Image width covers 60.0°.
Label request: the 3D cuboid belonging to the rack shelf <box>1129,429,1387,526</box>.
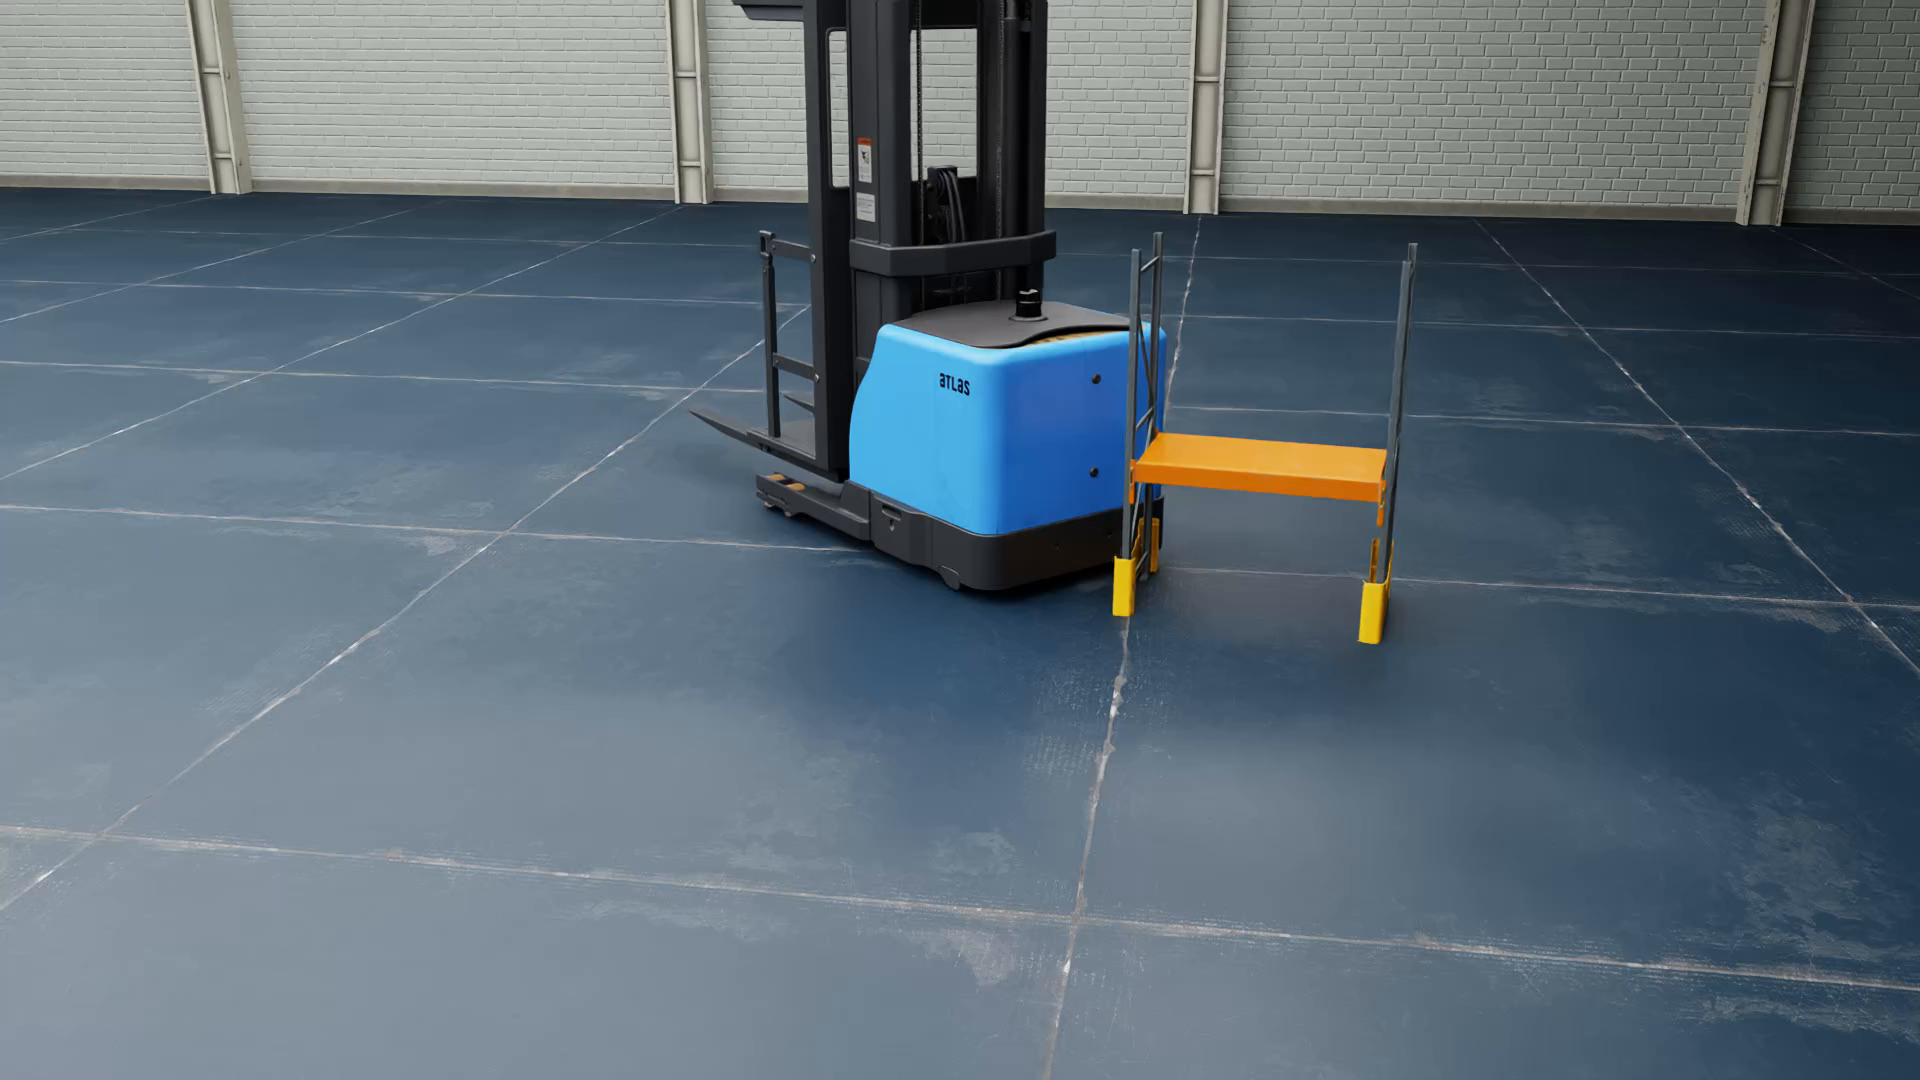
[{"bbox_3d":[1.237,-0.265,6.798,1.000,0.185,0.538,6,19,16],"label":"rack shelf"}]

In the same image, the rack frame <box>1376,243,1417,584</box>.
[{"bbox_3d":[1.723,-0.388,6.599,0.032,1.500,0.500,6,19,16],"label":"rack frame"}]

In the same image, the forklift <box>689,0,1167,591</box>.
[{"bbox_3d":[-0.358,-1.583,7.914,1.130,2.935,3.031,-13,22,-34],"label":"forklift"}]

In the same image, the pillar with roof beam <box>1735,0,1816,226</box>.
[{"bbox_3d":[7.994,-6.359,12.627,0.400,9.000,9.100,3,19,9],"label":"pillar with roof beam"}]

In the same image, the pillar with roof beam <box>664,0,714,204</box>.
[{"bbox_3d":[-3.854,-6.963,14.432,0.400,9.000,9.100,3,19,9],"label":"pillar with roof beam"}]

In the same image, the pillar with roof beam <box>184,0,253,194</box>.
[{"bbox_3d":[-9.778,-7.265,15.334,0.400,9.000,9.100,3,19,9],"label":"pillar with roof beam"}]

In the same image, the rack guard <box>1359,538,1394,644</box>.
[{"bbox_3d":[1.705,0.203,6.803,0.087,0.250,0.587,6,19,16],"label":"rack guard"}]

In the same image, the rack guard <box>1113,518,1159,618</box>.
[{"bbox_3d":[0.753,0.110,7.081,0.087,0.250,0.587,6,19,16],"label":"rack guard"}]

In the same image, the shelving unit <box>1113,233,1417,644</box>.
[{"bbox_3d":[1.229,-0.436,6.744,1.083,1.500,0.587,6,19,16],"label":"shelving unit"}]

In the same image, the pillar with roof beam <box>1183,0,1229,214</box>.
[{"bbox_3d":[2.070,-6.661,13.529,0.400,9.000,9.100,3,19,9],"label":"pillar with roof beam"}]

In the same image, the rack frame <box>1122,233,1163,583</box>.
[{"bbox_3d":[0.751,-0.483,6.883,0.032,1.500,0.500,6,19,16],"label":"rack frame"}]
